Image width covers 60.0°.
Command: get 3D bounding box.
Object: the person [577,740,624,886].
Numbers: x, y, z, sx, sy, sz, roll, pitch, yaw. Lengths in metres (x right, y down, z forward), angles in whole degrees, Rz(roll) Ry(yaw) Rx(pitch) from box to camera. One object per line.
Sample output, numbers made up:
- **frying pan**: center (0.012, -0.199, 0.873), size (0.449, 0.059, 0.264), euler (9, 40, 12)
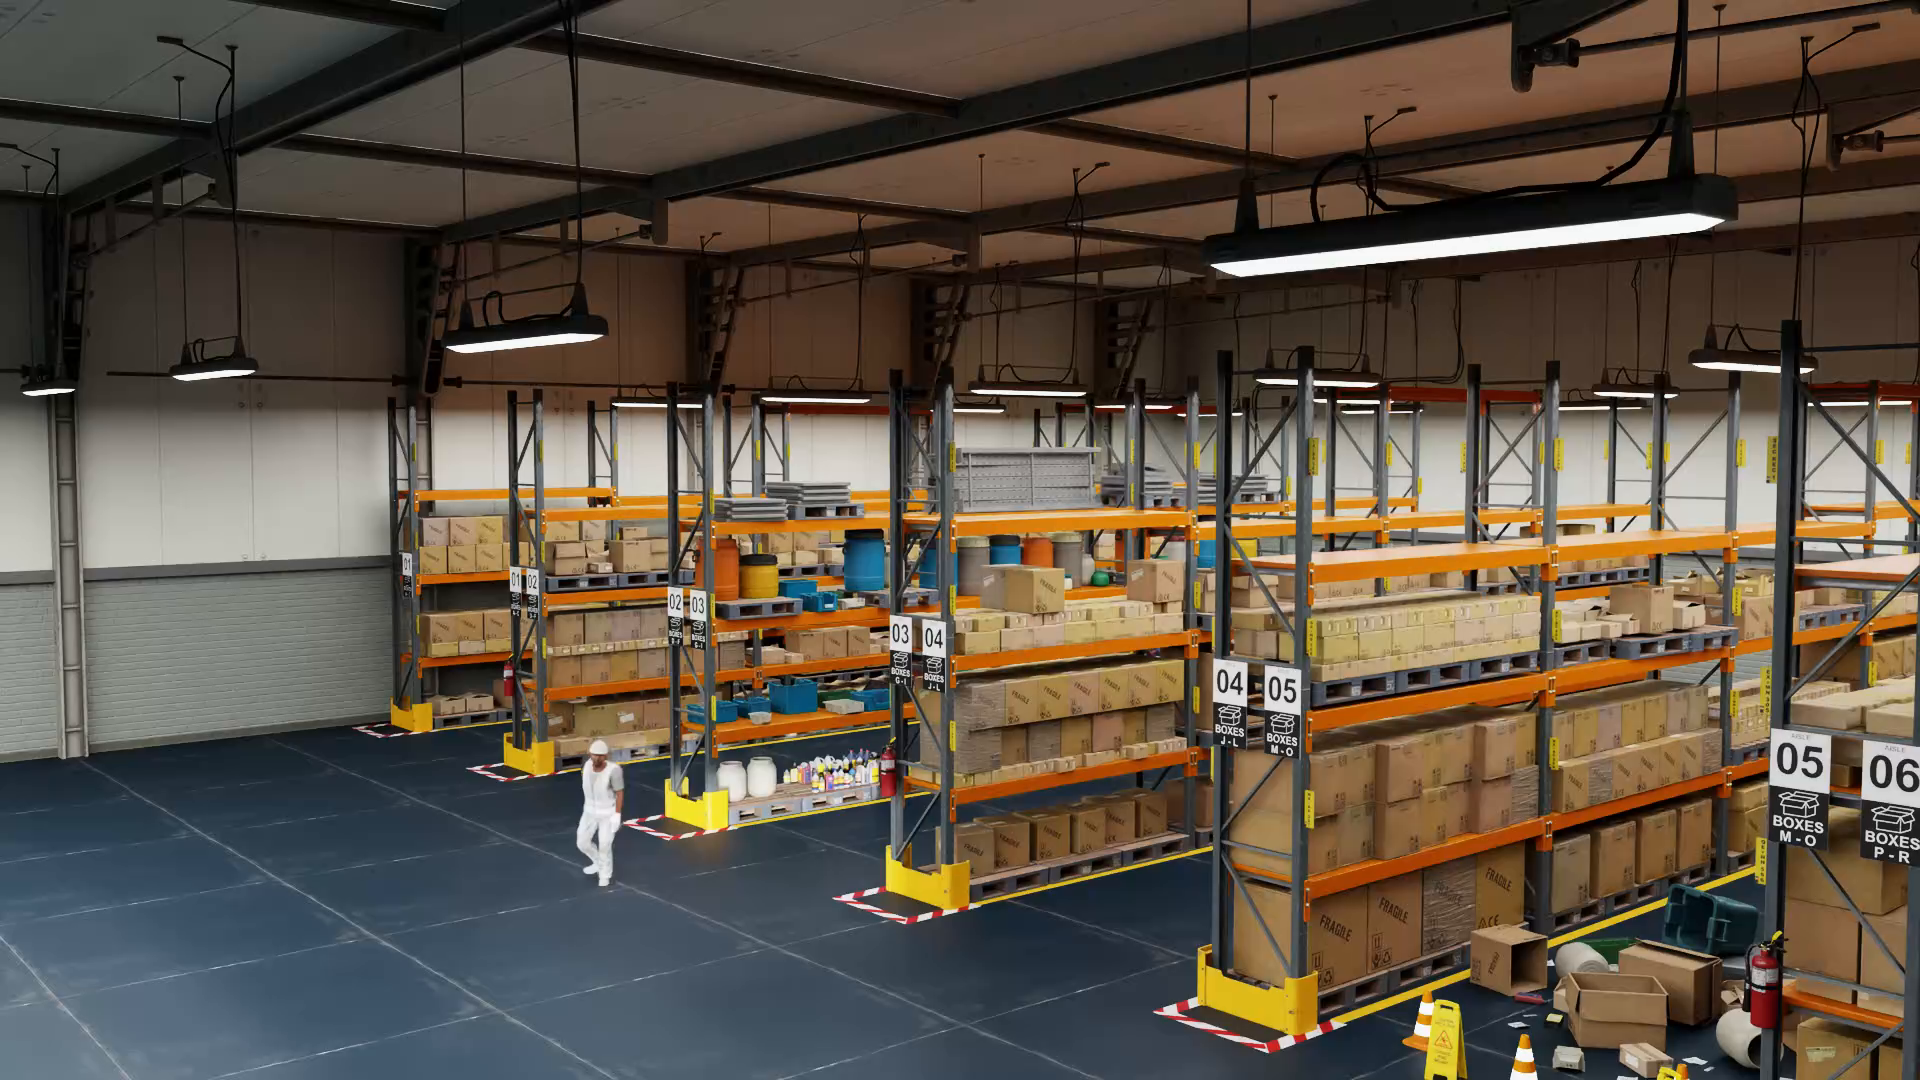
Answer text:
- **person**: center (-4.180, 3.169, 19.353), size (0.698, 1.746, 0.595), euler (1, 4, 20)
